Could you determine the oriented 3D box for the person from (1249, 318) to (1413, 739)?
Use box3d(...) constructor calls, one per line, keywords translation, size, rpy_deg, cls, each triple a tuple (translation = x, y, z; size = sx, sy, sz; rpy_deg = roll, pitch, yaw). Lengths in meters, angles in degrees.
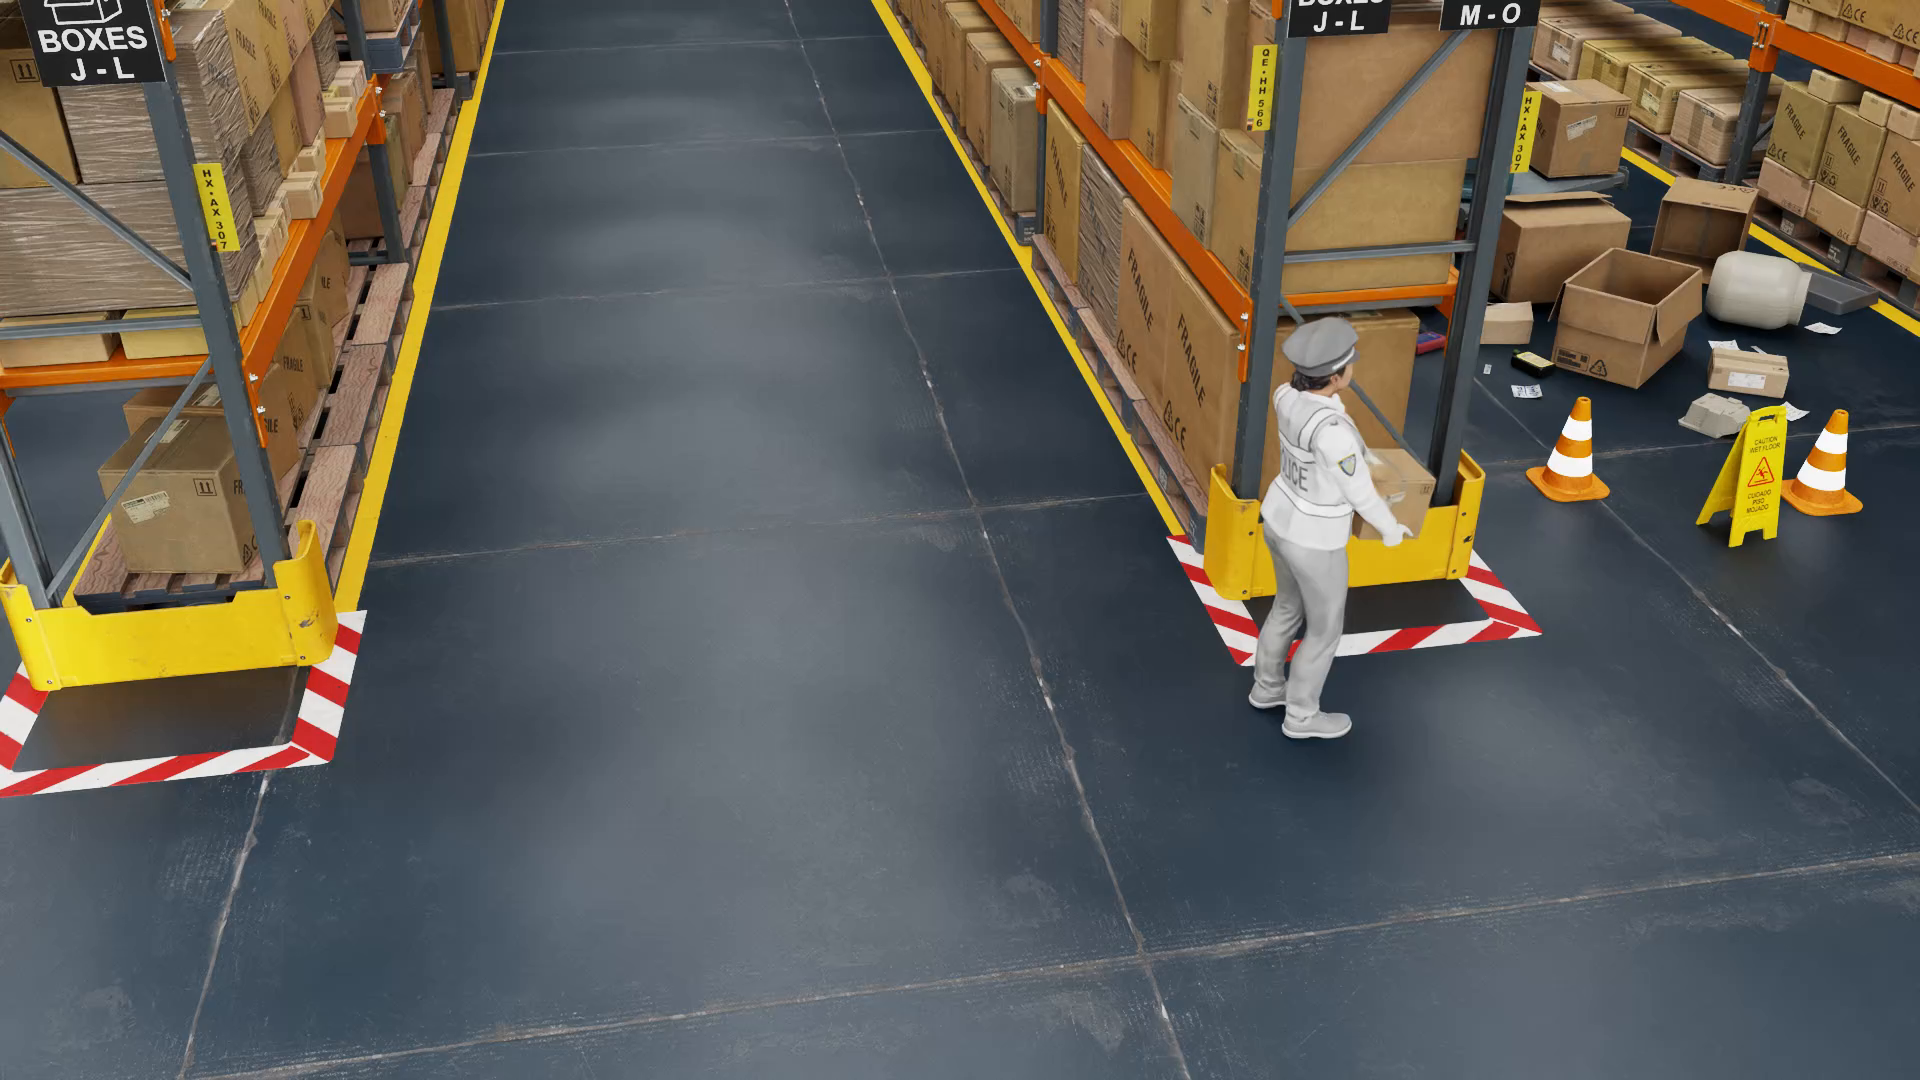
box3d(translation=(1.352, -0.027, 6.155), size=(0.553, 1.686, 0.459), rpy_deg=(-7, 32, -11), cls="person")
